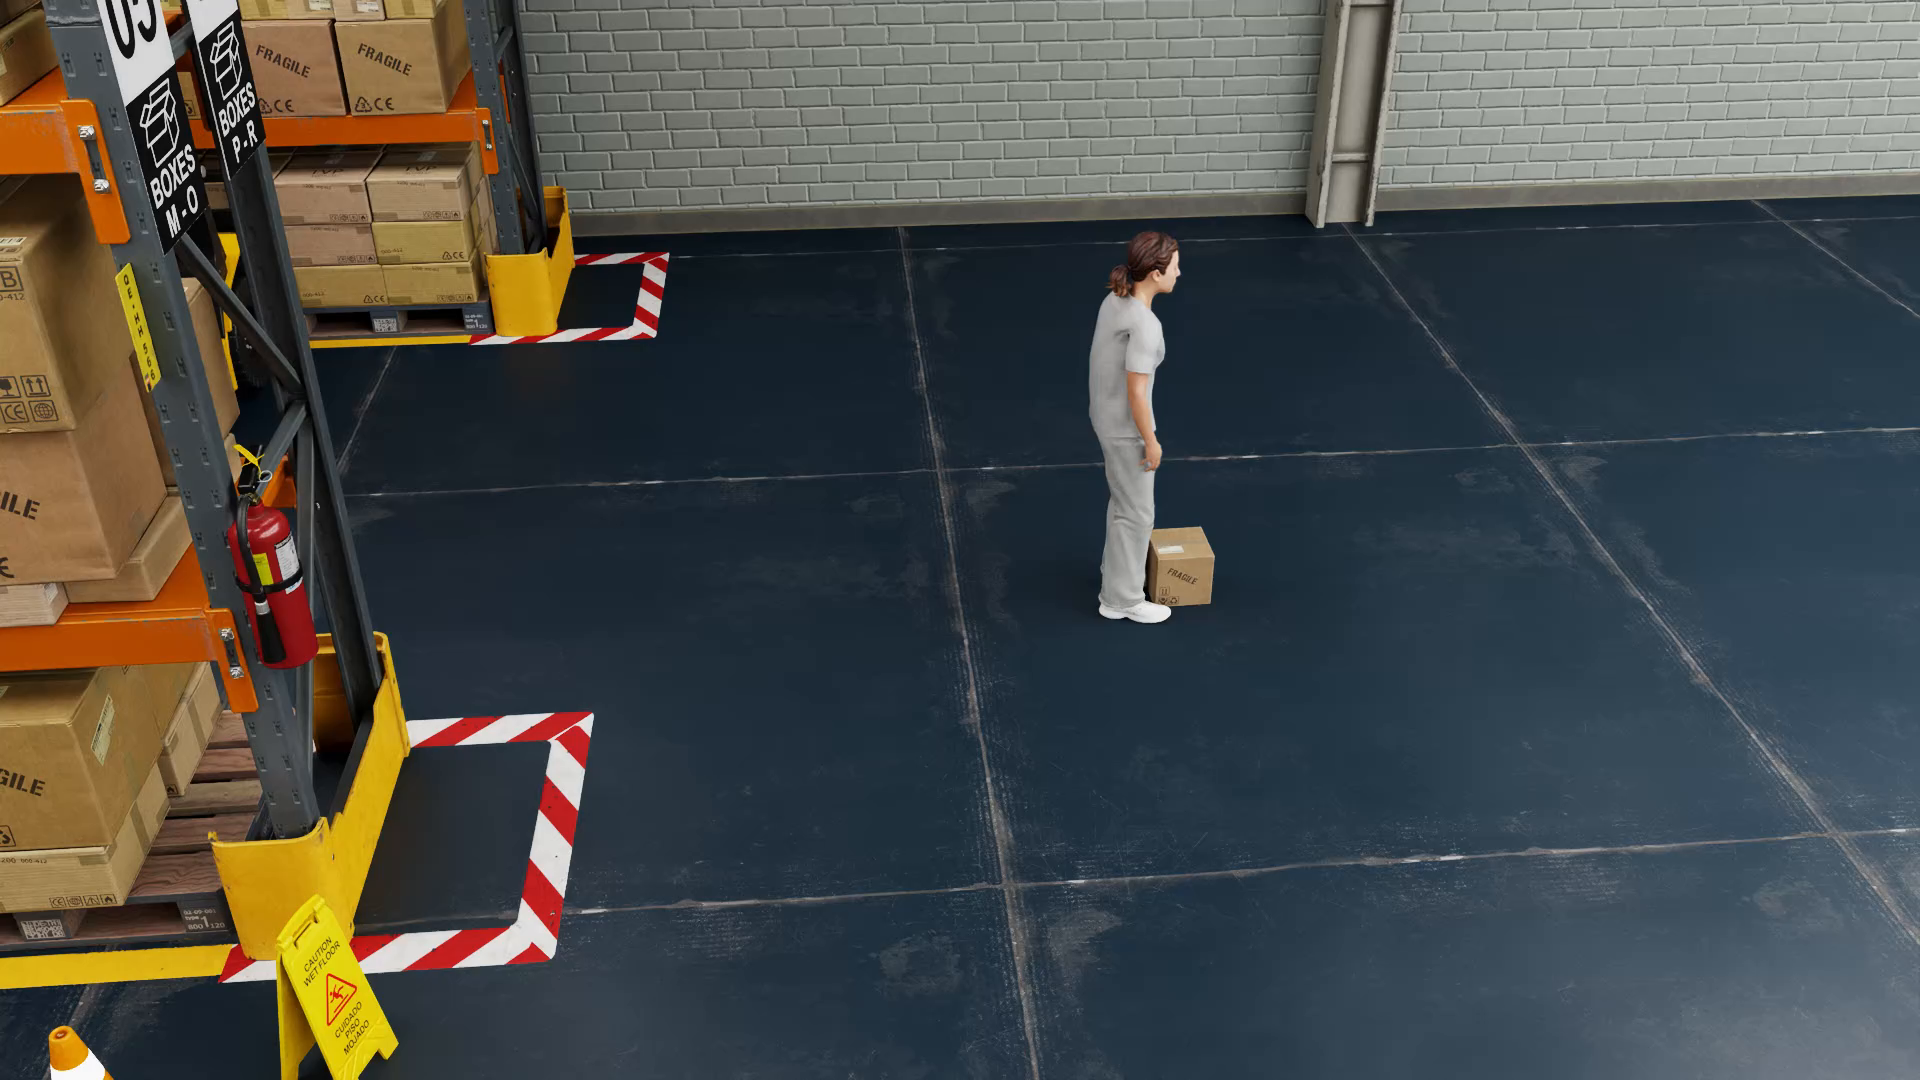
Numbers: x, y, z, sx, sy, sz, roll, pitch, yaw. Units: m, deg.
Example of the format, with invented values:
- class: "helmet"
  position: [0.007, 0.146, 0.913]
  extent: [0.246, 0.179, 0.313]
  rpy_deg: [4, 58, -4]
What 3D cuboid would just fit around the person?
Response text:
- class: "person"
  position: [0.740, -0.476, 6.923]
  extent: [0.407, 1.669, 0.508]
  rpy_deg: [-4, 31, -6]
